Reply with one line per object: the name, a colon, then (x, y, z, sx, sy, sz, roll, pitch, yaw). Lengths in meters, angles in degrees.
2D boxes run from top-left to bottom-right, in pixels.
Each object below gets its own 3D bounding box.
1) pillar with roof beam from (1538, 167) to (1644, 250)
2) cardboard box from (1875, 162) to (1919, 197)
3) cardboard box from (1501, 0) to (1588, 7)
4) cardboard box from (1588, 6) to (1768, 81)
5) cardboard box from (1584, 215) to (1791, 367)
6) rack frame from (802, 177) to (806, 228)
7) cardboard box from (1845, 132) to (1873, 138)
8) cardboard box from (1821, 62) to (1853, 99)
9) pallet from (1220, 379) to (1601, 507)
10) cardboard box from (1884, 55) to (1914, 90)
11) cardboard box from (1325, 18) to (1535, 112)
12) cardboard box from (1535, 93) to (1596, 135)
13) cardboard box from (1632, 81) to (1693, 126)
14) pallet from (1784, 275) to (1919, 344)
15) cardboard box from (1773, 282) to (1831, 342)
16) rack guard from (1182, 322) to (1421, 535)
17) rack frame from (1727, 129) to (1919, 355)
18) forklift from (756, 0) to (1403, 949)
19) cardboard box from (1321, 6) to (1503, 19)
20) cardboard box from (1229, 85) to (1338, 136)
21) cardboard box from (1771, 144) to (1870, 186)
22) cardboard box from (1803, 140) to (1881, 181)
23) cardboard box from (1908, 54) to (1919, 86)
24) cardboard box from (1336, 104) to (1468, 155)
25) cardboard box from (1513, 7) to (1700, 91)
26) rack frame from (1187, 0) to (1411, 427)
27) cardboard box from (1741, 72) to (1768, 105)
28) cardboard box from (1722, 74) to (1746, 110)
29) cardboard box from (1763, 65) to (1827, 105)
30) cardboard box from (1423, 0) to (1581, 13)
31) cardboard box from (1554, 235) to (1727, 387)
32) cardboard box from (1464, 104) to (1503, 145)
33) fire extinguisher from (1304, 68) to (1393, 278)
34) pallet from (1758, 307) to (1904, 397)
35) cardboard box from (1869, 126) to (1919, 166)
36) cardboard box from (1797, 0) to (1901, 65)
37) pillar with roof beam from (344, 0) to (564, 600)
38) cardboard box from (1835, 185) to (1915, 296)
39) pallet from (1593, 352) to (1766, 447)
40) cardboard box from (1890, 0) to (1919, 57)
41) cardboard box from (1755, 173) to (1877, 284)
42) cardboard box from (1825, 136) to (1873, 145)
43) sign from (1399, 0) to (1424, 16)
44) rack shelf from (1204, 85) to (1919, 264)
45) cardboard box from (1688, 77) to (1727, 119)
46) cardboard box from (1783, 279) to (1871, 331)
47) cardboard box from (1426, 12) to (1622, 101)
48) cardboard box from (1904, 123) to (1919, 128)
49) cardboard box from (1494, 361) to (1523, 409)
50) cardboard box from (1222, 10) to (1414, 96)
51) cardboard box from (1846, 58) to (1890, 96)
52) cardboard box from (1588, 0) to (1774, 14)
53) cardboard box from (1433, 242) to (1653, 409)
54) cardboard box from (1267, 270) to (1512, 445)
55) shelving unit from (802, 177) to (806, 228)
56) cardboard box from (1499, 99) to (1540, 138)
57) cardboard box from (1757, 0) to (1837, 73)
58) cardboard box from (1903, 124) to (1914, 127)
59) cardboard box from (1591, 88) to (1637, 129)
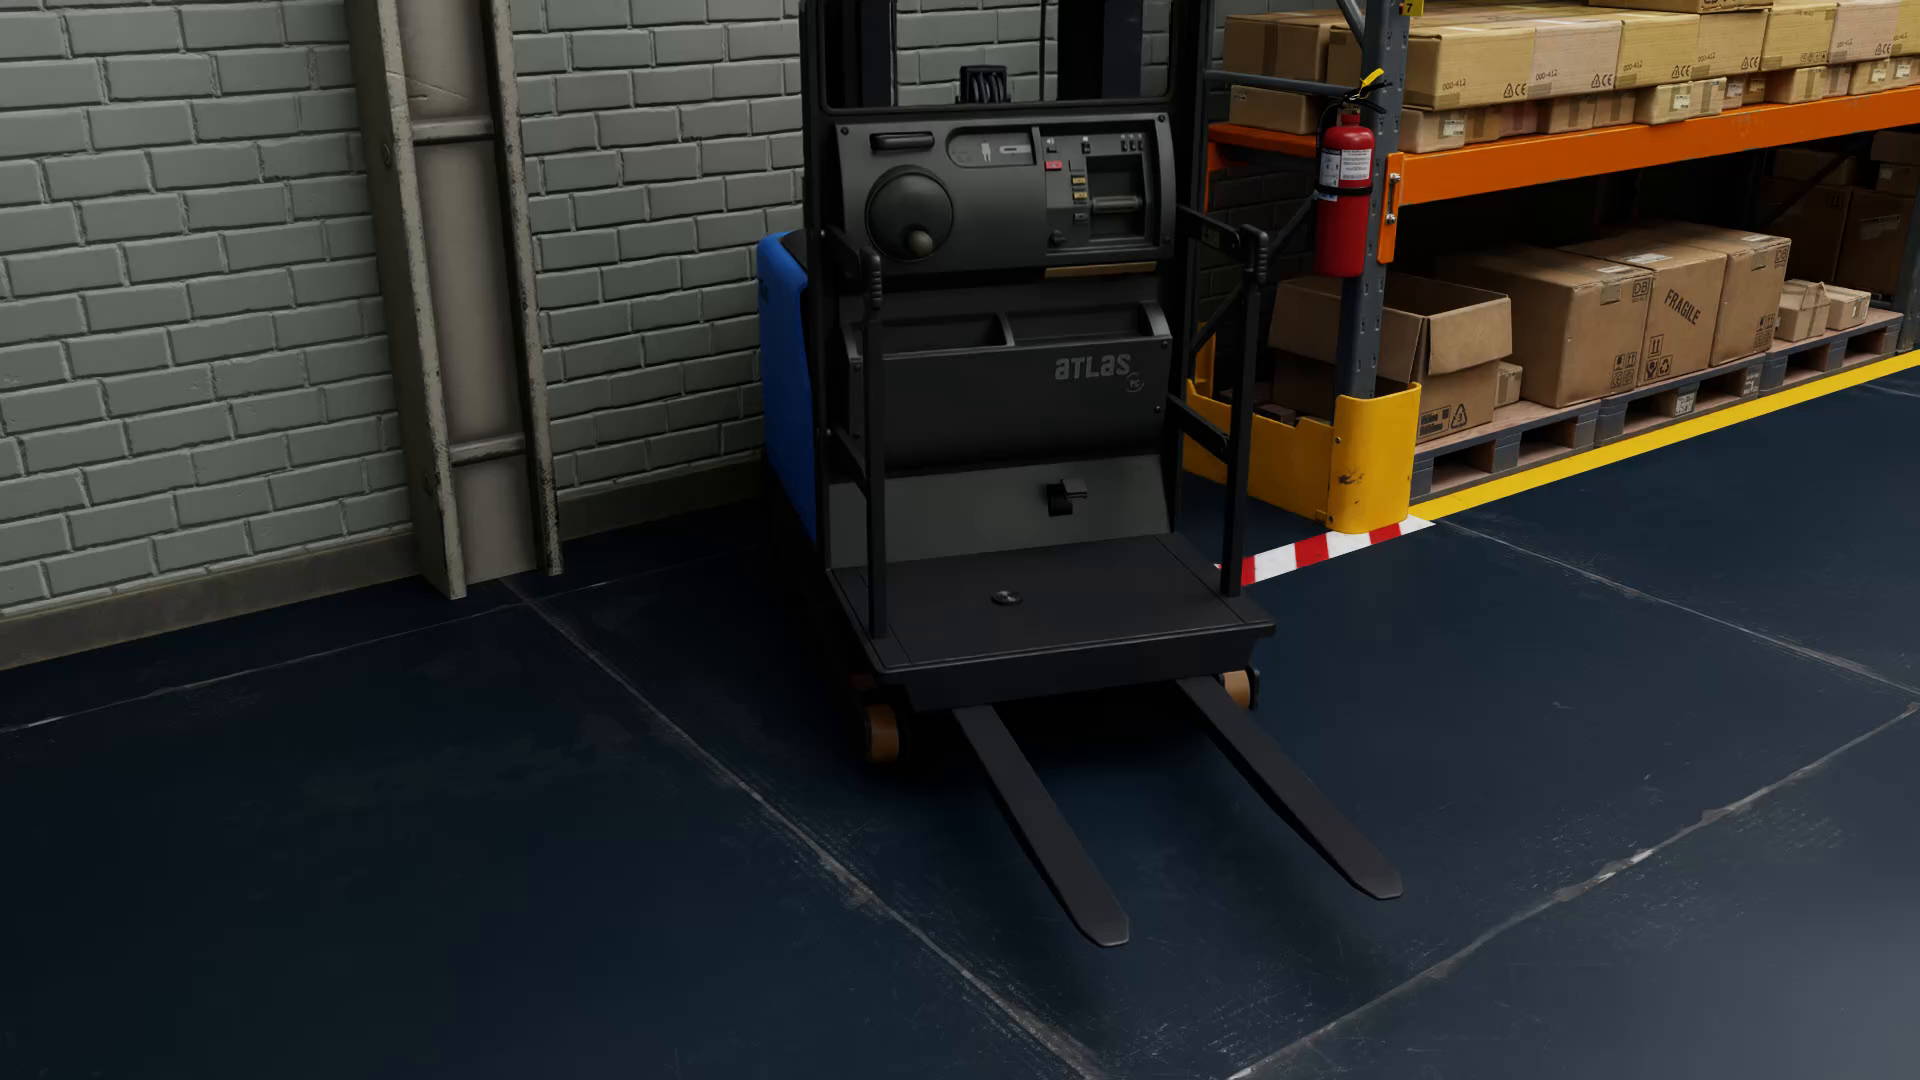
pillar with roof beam: (5.798, -4.077, 3.971, 0.400, 9.000, 9.100, -15, 26, -33)
cardboard box: (4.822, -1.798, 8.285, 0.250, 0.149, 0.380, -14, 25, -30)
cardboard box: (2.596, -2.177, 7.106, 0.500, 0.250, 0.500, -15, 26, -33)
cardboard box: (2.876, -2.022, 6.717, 0.500, 0.250, 0.500, -16, 27, -34)
cardboard box: (3.240, -1.135, 7.500, 0.500, 0.500, 0.700, -16, 27, -35)
rack frame: (-0.520, -0.684, 5.993, 0.015, 1.200, 0.240, -6, 23, -15)
cardboard box: (5.101, -2.144, 9.152, 0.250, 0.149, 0.380, -16, 27, -35)
cardboard box: (3.640, -2.028, 7.271, 0.250, 0.149, 0.380, -14, 26, -31)
pallet: (1.837, -0.493, 6.848, 1.213, 0.211, 1.003, -15, 26, -33)
cardboard box: (4.066, -2.140, 7.552, 0.250, 0.149, 0.380, -14, 26, -31)
cardboard box: (1.654, -1.685, 5.872, 0.500, 0.250, 0.500, -15, 26, -33)
cardboard box: (2.169, -1.644, 6.307, 0.250, 0.149, 0.380, -14, 26, -31)
cardboard box: (2.630, -1.735, 6.536, 0.250, 0.149, 0.380, -16, 27, -34)
pallet: (5.014, -1.357, 9.013, 1.213, 0.211, 1.003, -15, 26, -33)
cardboard box: (3.805, -1.104, 7.738, 0.258, 0.266, 0.396, -14, 26, -31)
rack guard: (1.190, -0.455, 6.361, 0.348, 0.500, 1.175, -15, 26, -33)
rack frame: (4.376, -2.465, 8.026, 0.127, 3.000, 1.000, -15, 26, -33)
forklift: (0.191, -0.925, 4.259, 1.130, 2.935, 3.031, -6, 23, -15)
cardboard box: (1.766, -1.958, 6.558, 0.500, 0.250, 0.500, -15, 26, -33)
cardboard box: (1.241, -1.635, 6.285, 0.250, 0.149, 0.380, -15, 26, -33)
cardboard box: (4.506, -1.967, 8.708, 0.250, 0.149, 0.380, -16, 27, -35)
cardboard box: (4.716, -2.025, 8.855, 0.250, 0.149, 0.380, -15, 26, -33)
cardboard box: (4.264, -2.203, 7.709, 0.250, 0.149, 0.380, -15, 26, -32)
cardboard box: (1.556, -1.471, 5.875, 0.250, 0.149, 0.380, -15, 26, -33)
cardboard box: (2.473, -1.905, 6.423, 0.500, 0.250, 0.500, -16, 26, -34)
rack frame: (1.129, -1.599, 5.856, 0.127, 3.000, 1.000, -15, 26, -33)
cardboard box: (3.174, -1.942, 7.055, 0.250, 0.149, 0.380, -14, 26, -32)
cardboard box: (3.001, -1.875, 6.886, 0.250, 0.149, 0.380, -15, 26, -33)
cardboard box: (3.449, -1.964, 7.111, 0.250, 0.149, 0.380, -15, 26, -34)
cardboard box: (2.171, -2.064, 6.823, 0.500, 0.250, 0.500, -14, 26, -31)
cardboard box: (2.885, -0.995, 7.148, 0.500, 0.500, 0.500, -14, 26, -32)
cardboard box: (1.735, -1.540, 6.047, 0.250, 0.149, 0.380, -14, 26, -32)
fire extinguisher: (1.279, -1.219, 5.512, 0.183, 0.674, 0.296, -15, 26, -33)
pallet: (3.818, -1.021, 8.171, 1.213, 0.211, 1.003, -15, 26, -33)
cardboard box: (4.787, -1.954, 8.276, 0.250, 0.149, 0.380, -15, 26, -34)
cardboard box: (3.707, -2.237, 7.256, 0.500, 0.250, 0.500, -15, 26, -33)
pillar with roof beam: (0.928, -2.778, 0.716, 0.400, 9.000, 9.100, -15, 26, -33)
cardboard box: (4.900, -1.536, 8.504, 0.500, 0.500, 0.500, -14, 25, -31)
pallet: (2.826, -0.756, 7.506, 1.213, 0.211, 1.003, -15, 26, -33)
cardboard box: (4.105, -2.350, 7.539, 0.500, 0.250, 0.500, -14, 26, -32)
cardboard box: (4.601, -1.694, 8.901, 0.500, 0.500, 0.500, -15, 26, -33)
cardboard box: (4.909, -2.080, 8.993, 0.250, 0.149, 0.380, -15, 26, -32)
sign: (1.446, -1.838, 5.287, 0.005, 0.325, 0.100, -15, 26, -33)
rack shelf: (2.752, -1.698, 7.075, 4.000, 0.370, 1.077, -15, 26, -33)
cardboard box: (2.832, -1.798, 6.694, 0.250, 0.149, 0.380, -14, 26, -32)
cardboard box: (4.095, -1.127, 7.953, 0.250, 0.149, 0.380, -16, 27, -34)
cardboard box: (2.063, -1.794, 6.146, 0.500, 0.250, 0.500, -15, 26, -32)
cardboard box: (5.005, -2.007, 8.407, 0.250, 0.149, 0.380, -16, 27, -35)
cardboard box: (2.048, -0.654, 6.768, 0.250, 0.149, 0.380, -16, 27, -35)
cardboard box: (1.347, -1.847, 6.279, 0.500, 0.250, 0.500, -14, 26, -31)
cardboard box: (3.869, -2.077, 7.393, 0.250, 0.149, 0.380, -14, 26, -31)
cardboard box: (2.872, -2.358, 6.547, 0.500, 0.500, 0.500, -14, 26, -32)
cardboard box: (2.397, -0.910, 6.937, 0.500, 0.500, 0.700, -14, 26, -31)
cardboard box: (1.680, -0.739, 6.502, 0.637, 0.503, 0.797, -16, 27, -35)
shelving unit: (-0.285, -0.710, 6.056, 0.503, 1.200, 0.258, -6, 23, -15)
cardboard box: (1.928, -1.607, 6.216, 0.250, 0.149, 0.380, -15, 26, -34)
cardboard box: (3.294, -2.133, 6.995, 0.500, 0.250, 0.500, -15, 26, -33)
cardboard box: (5.532, -2.260, 9.443, 0.250, 0.149, 0.380, -14, 26, -32)
cardboard box: (2.381, -1.703, 6.455, 0.250, 0.149, 0.380, -14, 26, -32)
